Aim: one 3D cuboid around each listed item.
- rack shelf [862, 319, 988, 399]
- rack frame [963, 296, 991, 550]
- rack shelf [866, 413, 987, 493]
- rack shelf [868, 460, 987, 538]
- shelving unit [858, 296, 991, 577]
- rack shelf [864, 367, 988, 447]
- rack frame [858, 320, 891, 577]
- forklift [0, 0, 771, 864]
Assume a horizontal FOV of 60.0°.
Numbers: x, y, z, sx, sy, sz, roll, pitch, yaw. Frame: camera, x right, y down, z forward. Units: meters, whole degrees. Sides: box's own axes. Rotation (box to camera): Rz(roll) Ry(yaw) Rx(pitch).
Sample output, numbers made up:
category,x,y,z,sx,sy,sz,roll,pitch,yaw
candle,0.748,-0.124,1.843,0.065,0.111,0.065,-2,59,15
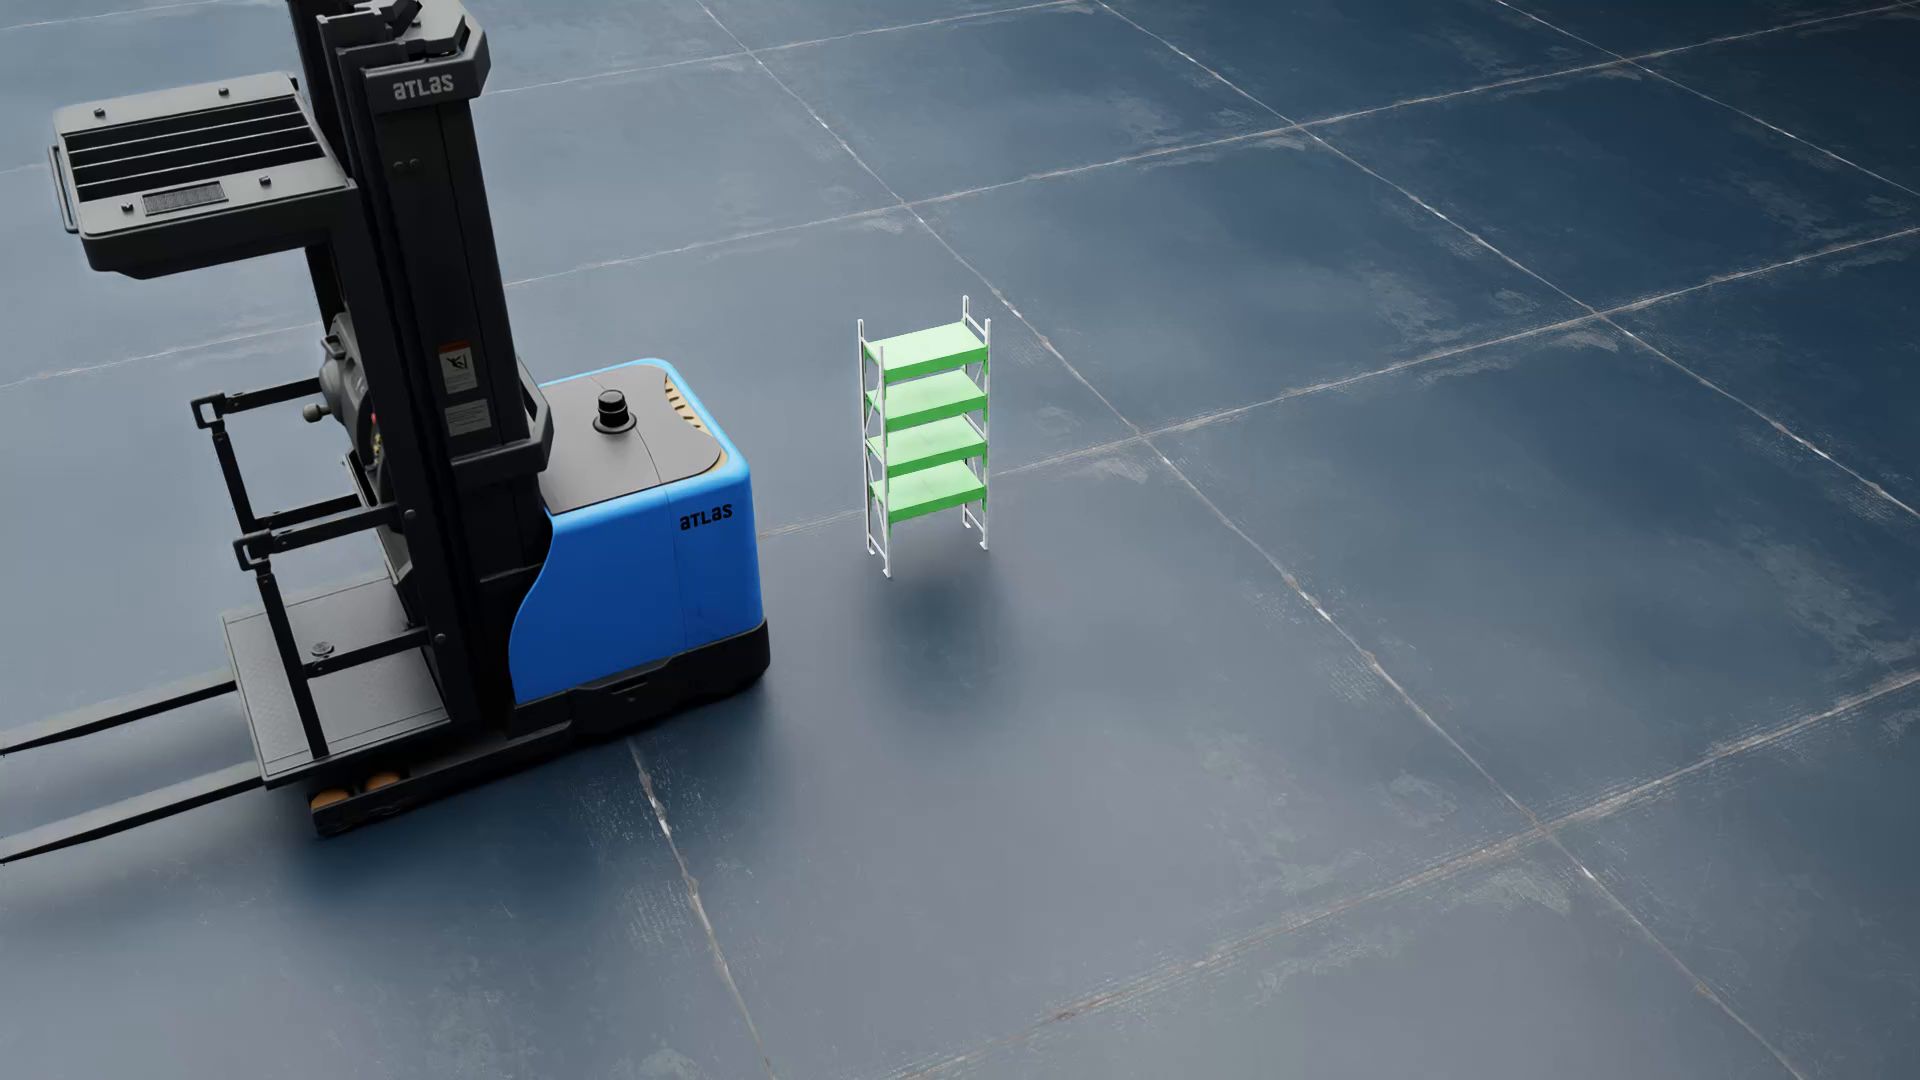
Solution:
category,x,y,z,sx,sy,sz,roll,pitch,yaw
rack shelf,-0.150,-0.774,7.088,0.480,0.148,0.258,-16,39,-20
rack frame,0.071,-0.502,7.419,0.015,1.200,0.240,-16,39,-20
rack shelf,-0.150,-0.389,7.374,0.480,0.148,0.258,-16,39,-20
rack shelf,-0.150,-0.196,7.517,0.480,0.148,0.258,-16,39,-20
shelving unit,-0.150,-0.440,7.336,0.503,1.200,0.258,-16,39,-20
rack shelf,-0.150,-0.581,7.231,0.480,0.148,0.258,-16,39,-20
rack frame,-0.371,-0.378,7.253,0.015,1.200,0.240,-16,39,-20
forklift,-2.338,-0.437,5.879,3.031,2.935,1.130,-18,40,-22
